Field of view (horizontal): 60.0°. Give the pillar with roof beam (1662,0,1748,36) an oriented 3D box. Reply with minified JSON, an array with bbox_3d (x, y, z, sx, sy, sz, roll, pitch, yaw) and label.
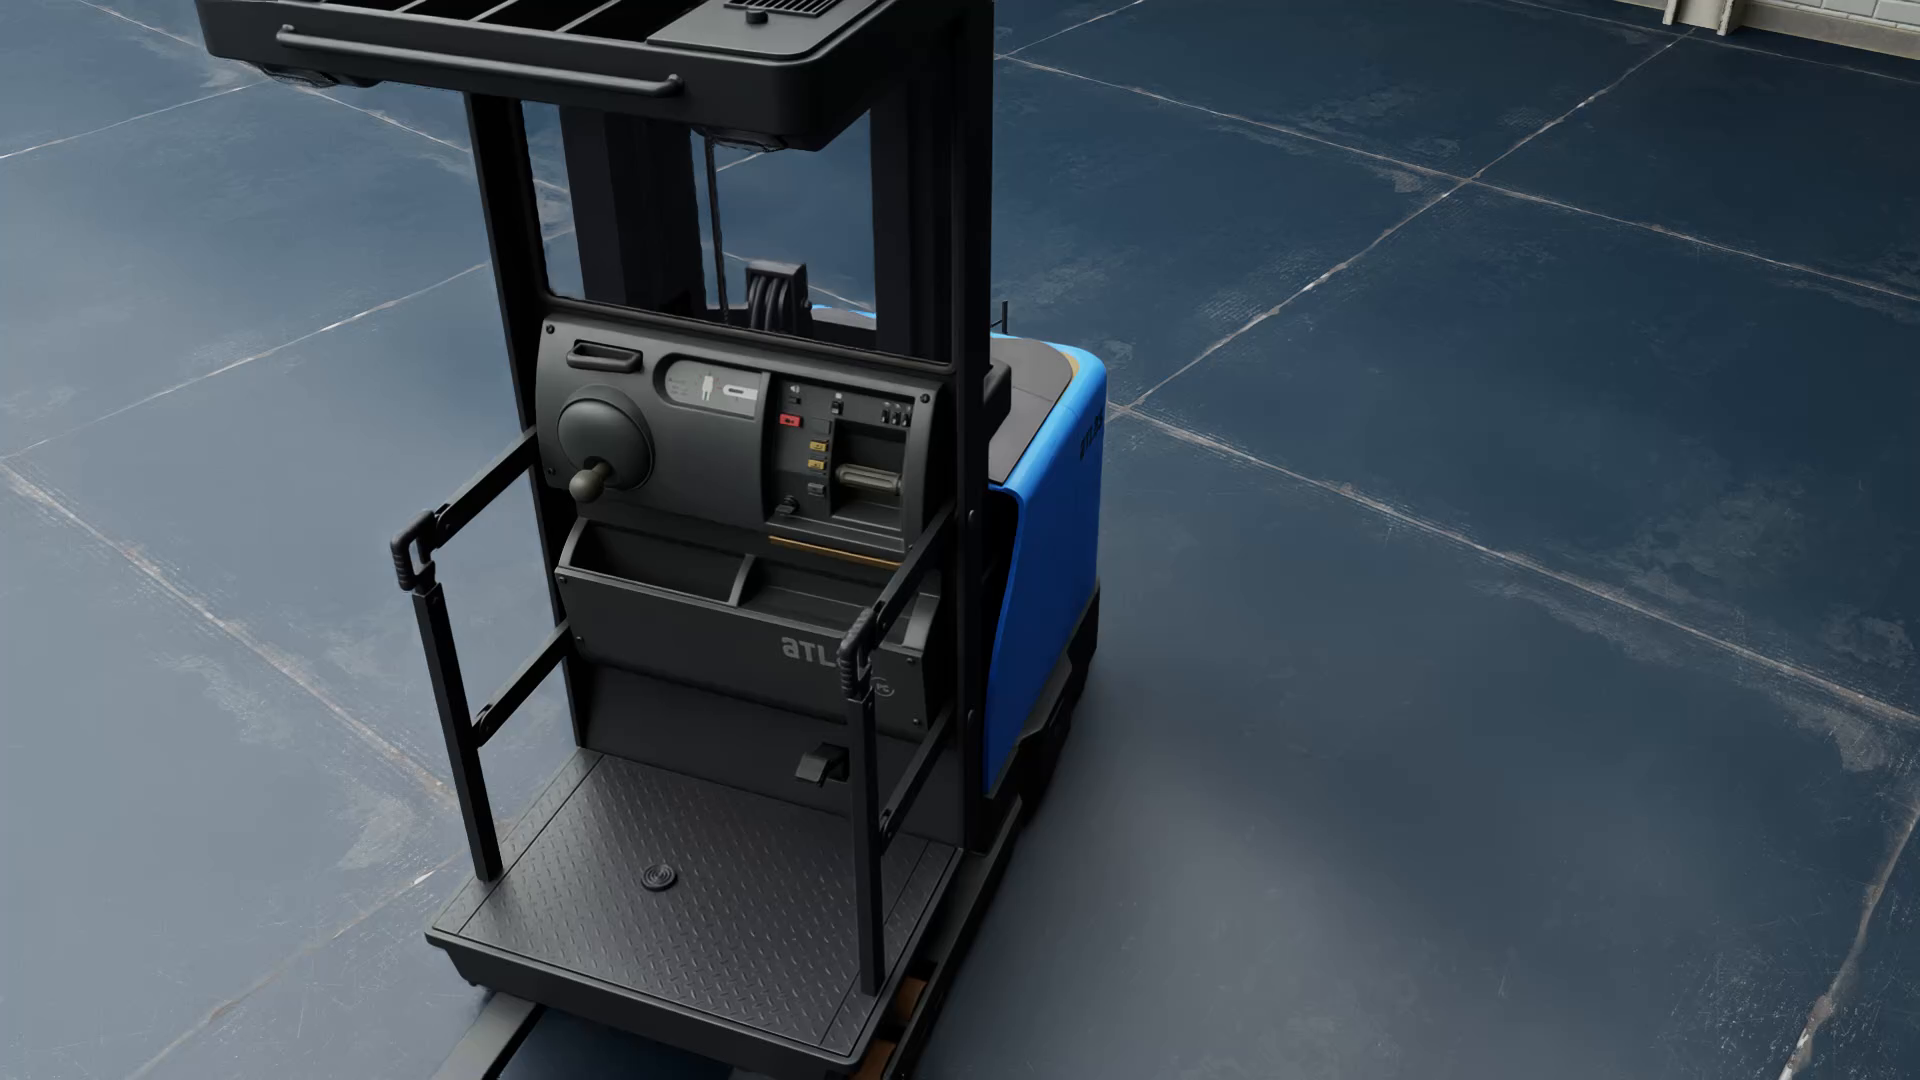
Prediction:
[{"bbox_3d":[1.931,-5.097,5.222,0.400,9.000,9.100,25,42,32],"label":"pillar with roof beam"}]

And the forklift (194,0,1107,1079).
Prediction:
[{"bbox_3d":[-0.565,-0.162,3.397,1.130,2.935,3.031,12,36,17],"label":"forklift"}]

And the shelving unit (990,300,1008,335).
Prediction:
[{"bbox_3d":[-0.006,-0.374,5.500,0.210,0.900,0.258,25,42,32],"label":"shelving unit"}]

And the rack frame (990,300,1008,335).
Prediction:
[{"bbox_3d":[0.072,-0.337,5.446,0.006,0.900,0.240,25,42,32],"label":"rack frame"}]
